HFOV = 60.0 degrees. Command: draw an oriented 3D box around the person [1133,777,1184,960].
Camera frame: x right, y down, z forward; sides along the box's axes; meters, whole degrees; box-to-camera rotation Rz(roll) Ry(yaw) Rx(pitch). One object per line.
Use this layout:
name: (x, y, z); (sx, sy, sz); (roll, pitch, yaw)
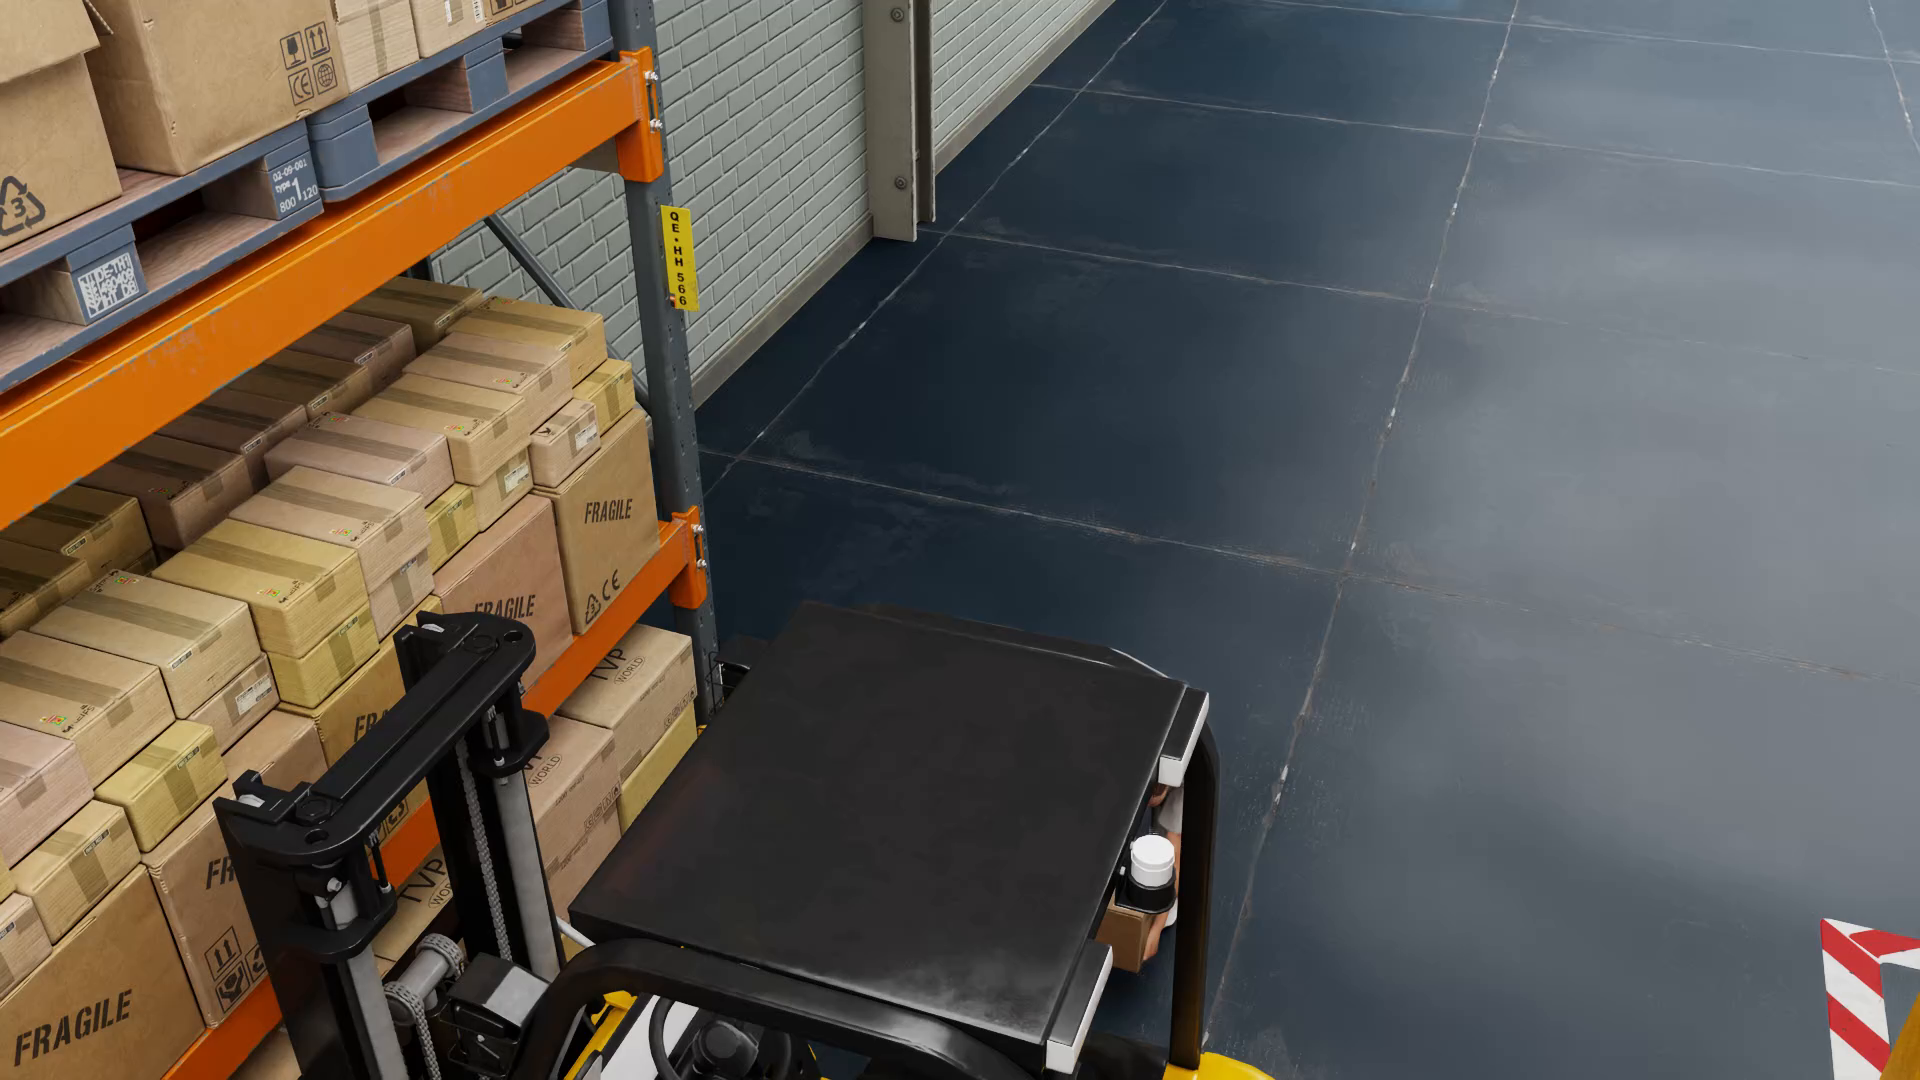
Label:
person: (0.591, 0.886, 5.464); (0.466, 0.950, 0.815); (10, 35, 15)
